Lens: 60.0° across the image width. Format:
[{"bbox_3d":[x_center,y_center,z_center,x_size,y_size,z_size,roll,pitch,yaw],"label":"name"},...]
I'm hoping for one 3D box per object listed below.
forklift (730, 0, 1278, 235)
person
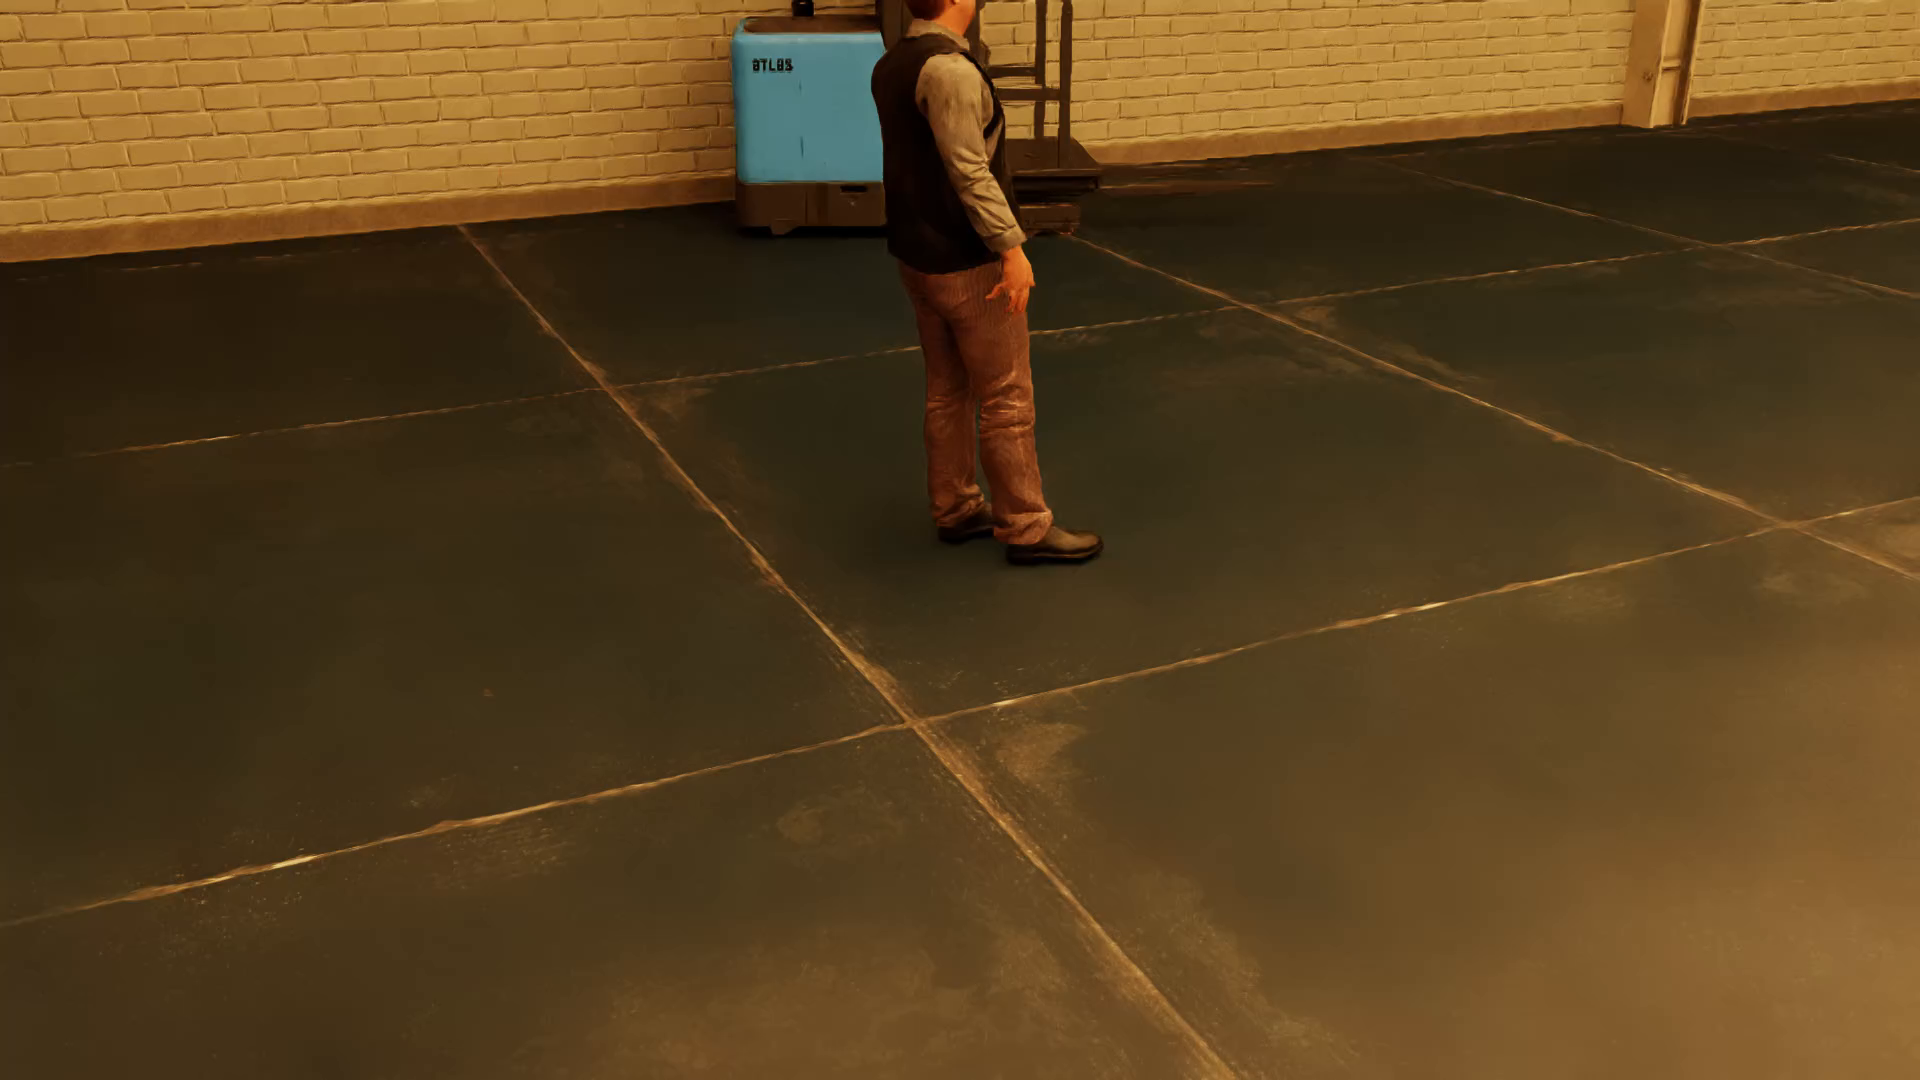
[{"bbox_3d":[0.254,-3.228,9.057,3.031,2.935,1.130,-2,23,-5],"label":"forklift"},{"bbox_3d":[0.060,-0.809,4.791,0.567,1.720,0.632,-10,25,-23],"label":"person"}]
